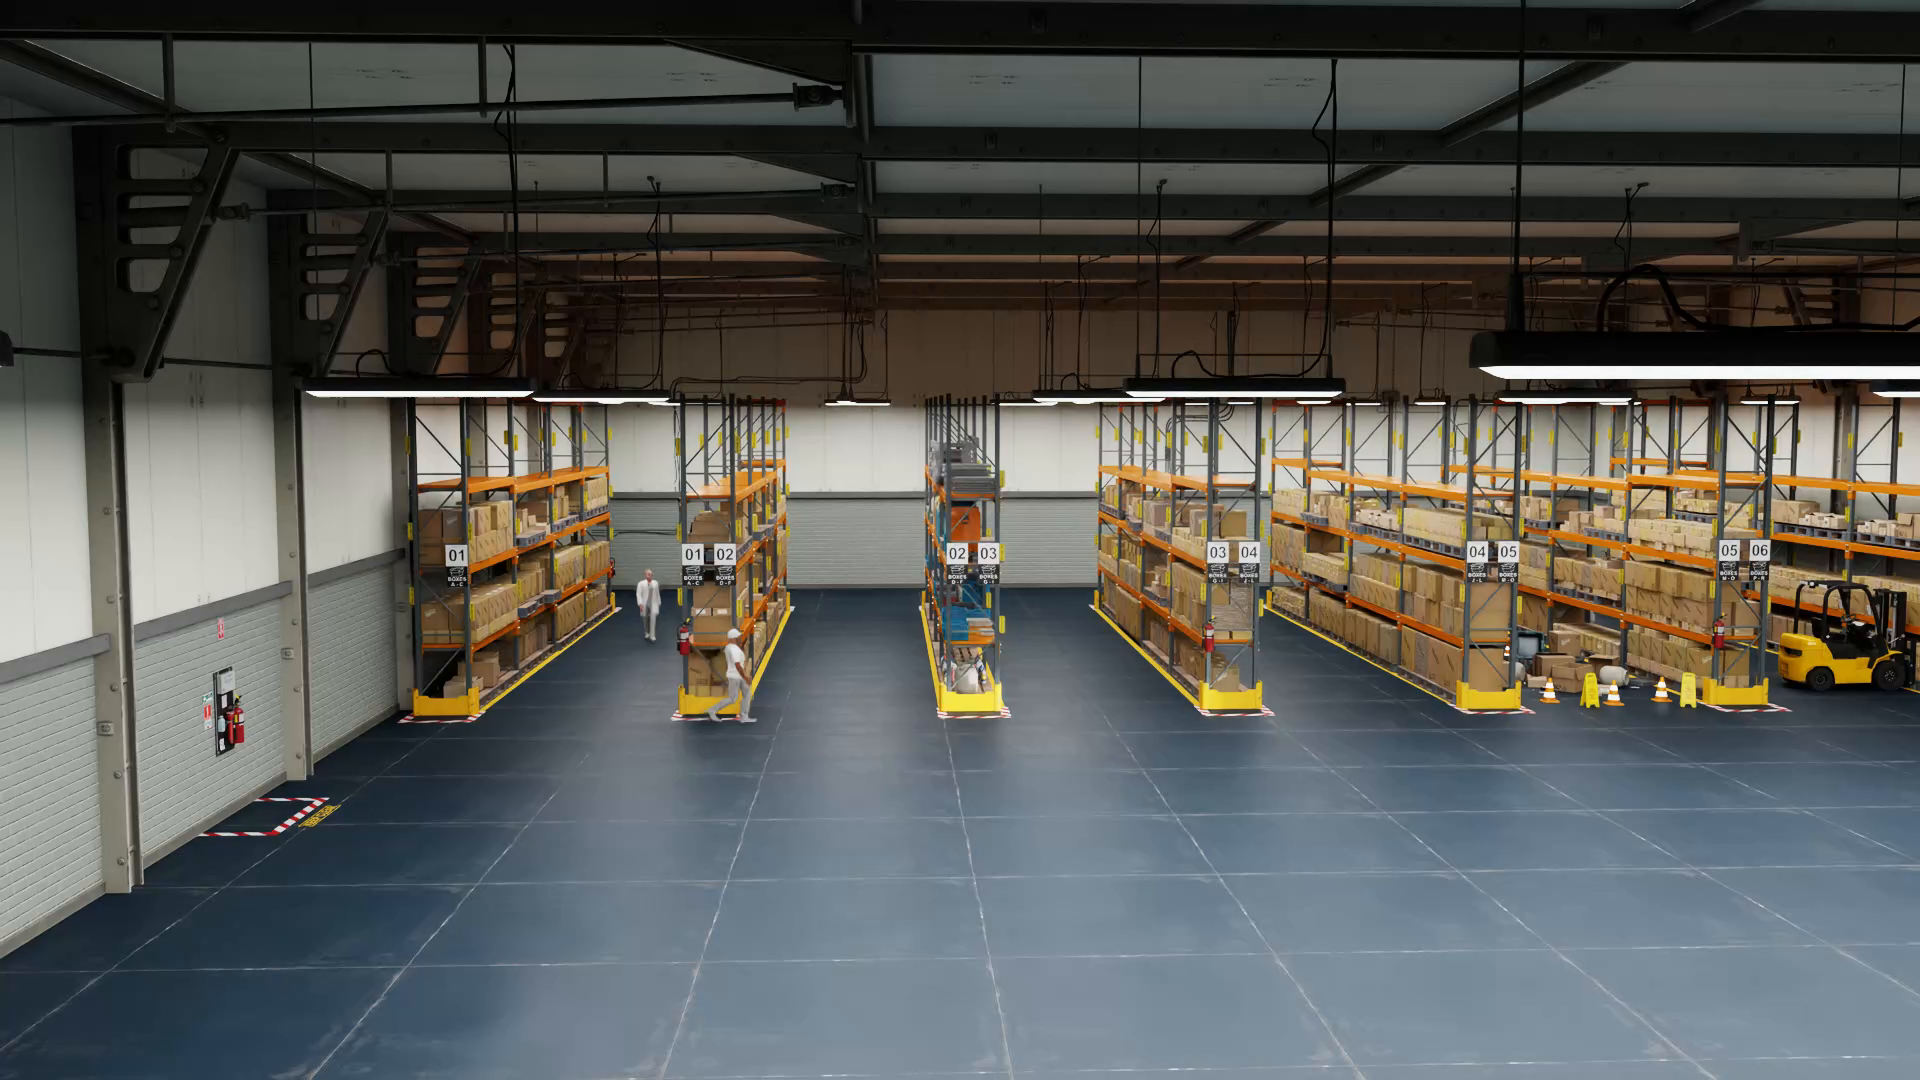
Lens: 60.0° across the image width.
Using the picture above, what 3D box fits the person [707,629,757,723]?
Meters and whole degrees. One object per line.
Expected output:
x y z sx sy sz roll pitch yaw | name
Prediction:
-4.130 2.471 30.119 0.879 1.730 0.543 0 5 5 | person

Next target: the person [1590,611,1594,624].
16.582 1.365 43.980 0.405 1.771 0.590 1 5 7 | person

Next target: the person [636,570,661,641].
-7.667 1.615 40.915 0.581 1.716 1.088 0 5 -5 | person

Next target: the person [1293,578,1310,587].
10.479 0.789 51.175 0.551 1.755 0.545 4 6 44 | person
